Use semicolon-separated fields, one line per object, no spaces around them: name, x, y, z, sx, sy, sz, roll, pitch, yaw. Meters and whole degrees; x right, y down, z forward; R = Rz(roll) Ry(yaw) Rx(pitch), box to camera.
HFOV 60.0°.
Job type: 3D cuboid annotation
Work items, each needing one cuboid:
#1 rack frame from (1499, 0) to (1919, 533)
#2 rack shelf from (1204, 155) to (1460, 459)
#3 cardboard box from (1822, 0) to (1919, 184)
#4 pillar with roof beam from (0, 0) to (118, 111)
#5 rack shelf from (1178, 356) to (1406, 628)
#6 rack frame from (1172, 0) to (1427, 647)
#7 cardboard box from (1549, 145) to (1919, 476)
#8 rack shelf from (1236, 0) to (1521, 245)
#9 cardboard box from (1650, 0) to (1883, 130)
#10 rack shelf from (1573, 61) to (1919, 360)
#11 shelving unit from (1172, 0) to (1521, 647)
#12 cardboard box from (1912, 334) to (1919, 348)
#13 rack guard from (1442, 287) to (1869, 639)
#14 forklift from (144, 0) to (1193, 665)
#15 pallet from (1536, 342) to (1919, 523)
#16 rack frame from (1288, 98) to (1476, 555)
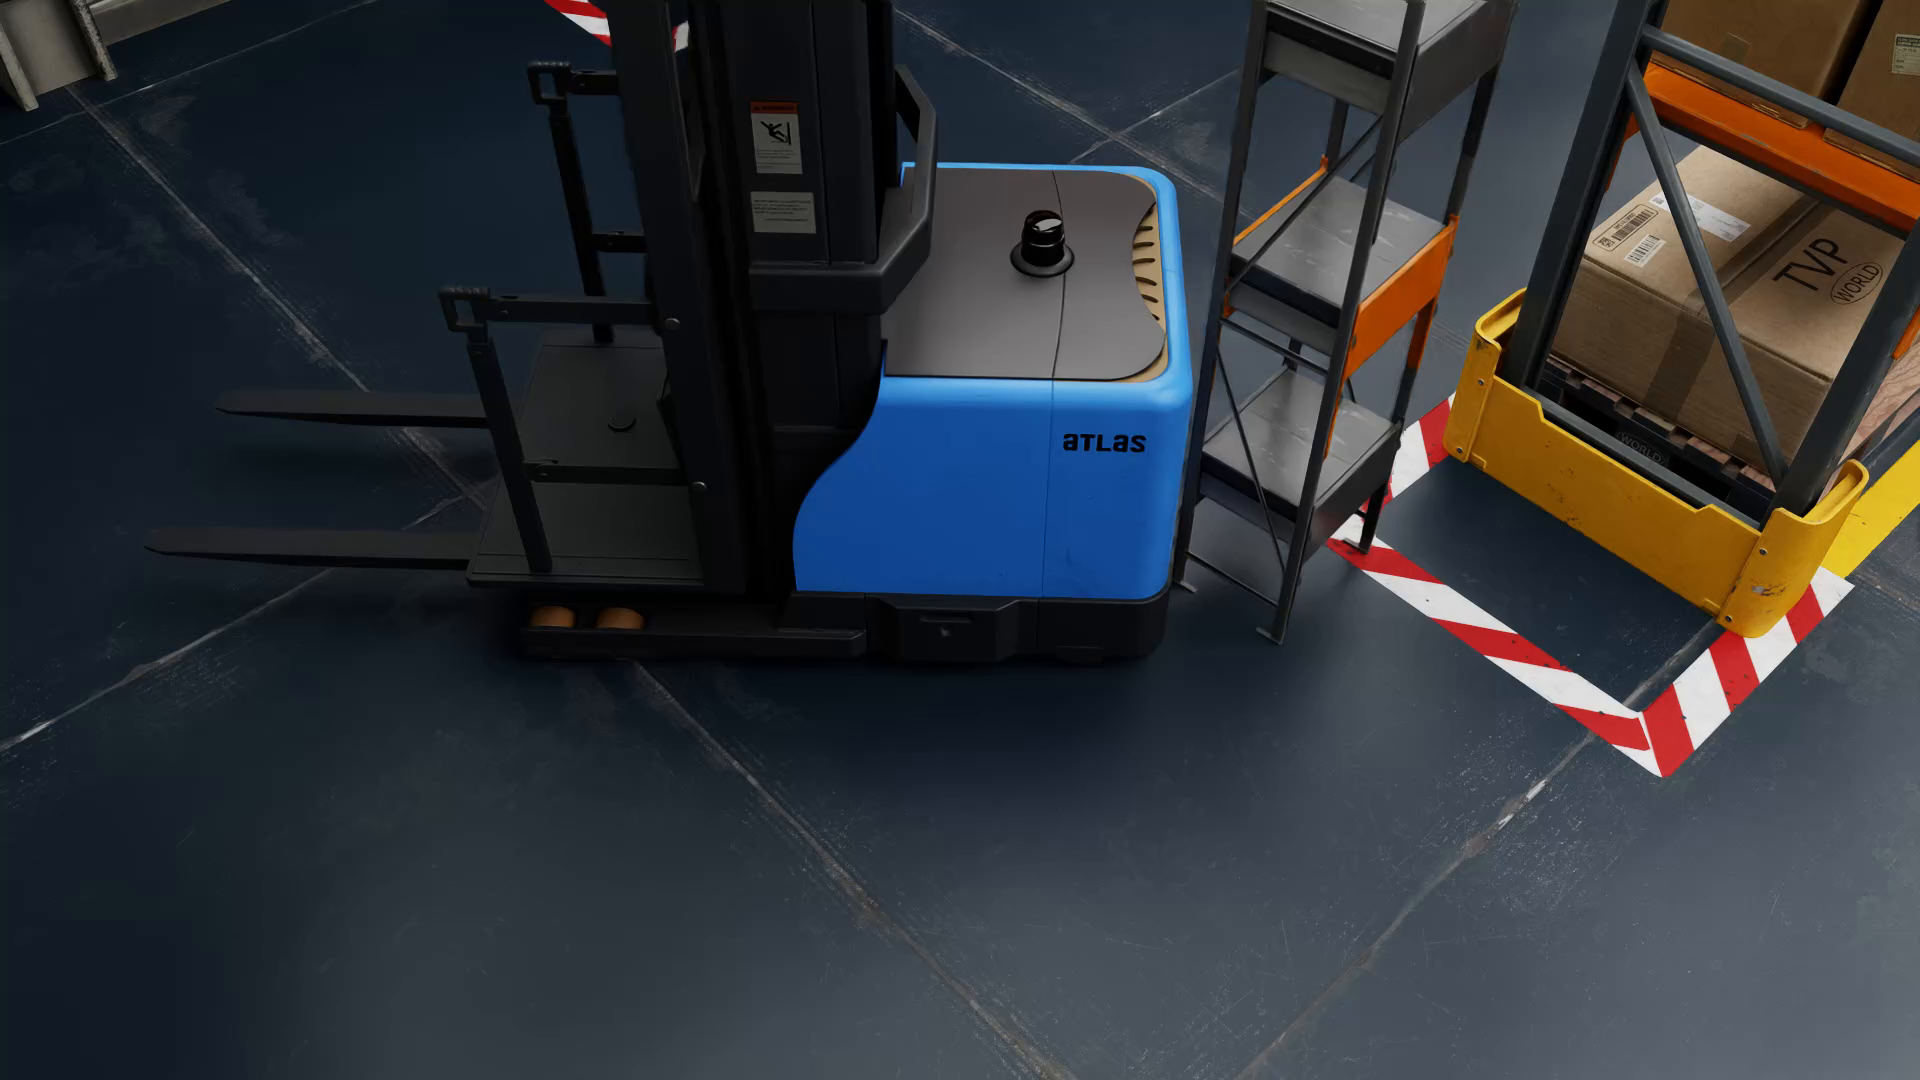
rack frame;2.118;-1.117;4.240;0.127;3.000;1.000;-34;56;-27
rack shelf;0.967;-0.620;4.412;0.431;0.518;0.480;33;55;26
cardboard box;2.666;-1.232;4.278;0.500;0.500;0.500;-34;56;-27
pillar with roof beam;-0.930;-2.665;1.586;0.400;9.000;9.100;-34;56;-27
rack shelf;0.967;-0.145;4.926;0.431;0.518;0.480;33;55;26
rack frame;0.806;-0.494;4.277;0.400;2.100;0.015;33;55;26
cardboard box;2.539;-0.771;5.378;0.875;0.438;0.875;-36;57;-28
rack shelf;0.967;-1.094;3.897;0.431;0.518;0.480;33;55;26
cardboard box;2.296;-1.533;4.556;0.500;0.500;0.500;-33;56;-27
rack shelf;3.597;-1.862;5.417;4.000;0.370;1.077;-34;56;-27
shelving unit;0.967;-0.629;4.402;0.431;2.100;0.503;33;55;26
cardboard box;3.210;-1.228;5.800;0.875;0.438;0.875;-32;55;-26
rack guard;2.100;-0.258;5.147;0.348;0.500;1.175;-34;56;-27
forklift;-0.896;-1.027;4.203;3.031;2.935;1.130;2;47;1
pallet;2.656;-0.609;5.669;1.213;0.211;1.003;-34;56;-27
rack frame;1.127;-0.764;4.526;0.400;2.100;0.015;33;55;26
